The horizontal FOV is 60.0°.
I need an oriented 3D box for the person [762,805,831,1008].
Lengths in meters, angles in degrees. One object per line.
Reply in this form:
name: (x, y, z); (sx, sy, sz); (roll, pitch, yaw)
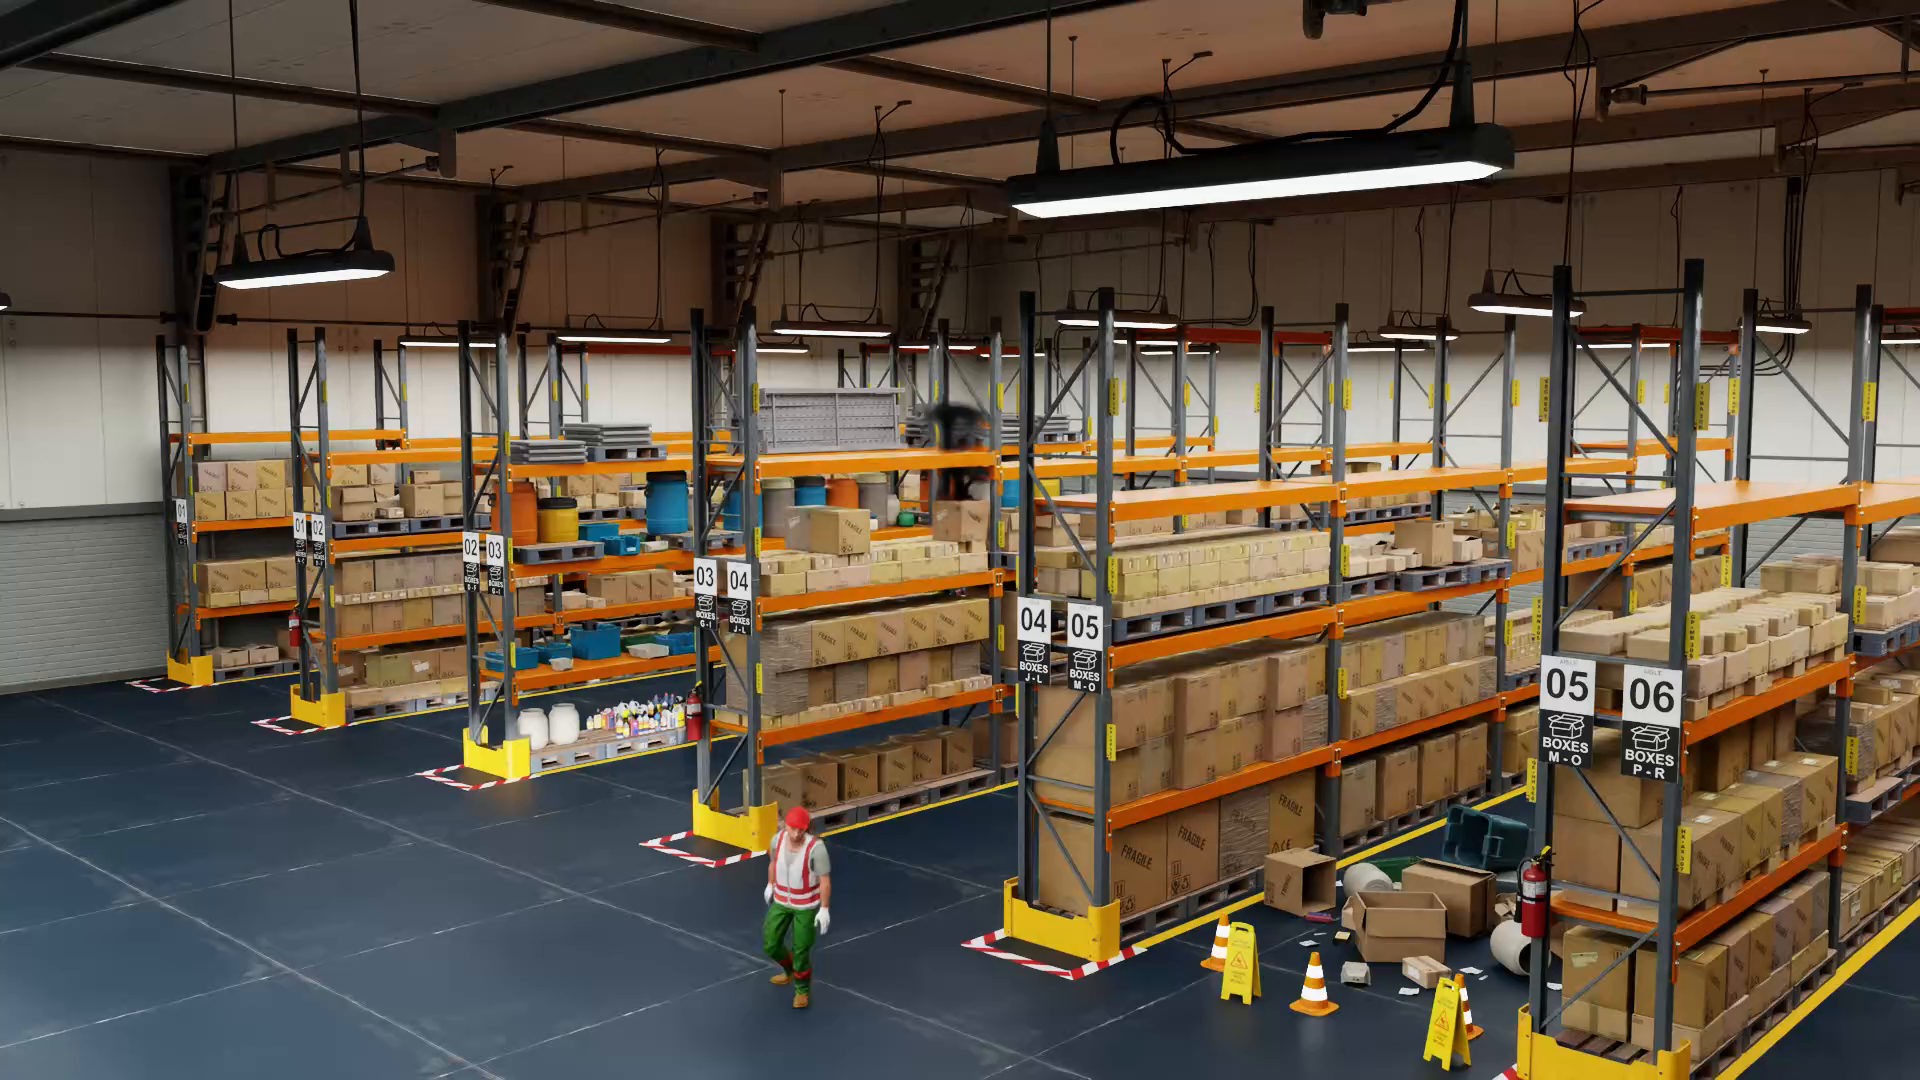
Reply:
person: (-1.351, 3.009, 13.757); (0.721, 1.736, 0.629); (2, 6, 19)

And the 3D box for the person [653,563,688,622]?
person: (-5.816, 1.213, 33.675); (0.687, 1.590, 0.912); (2, 6, 20)
